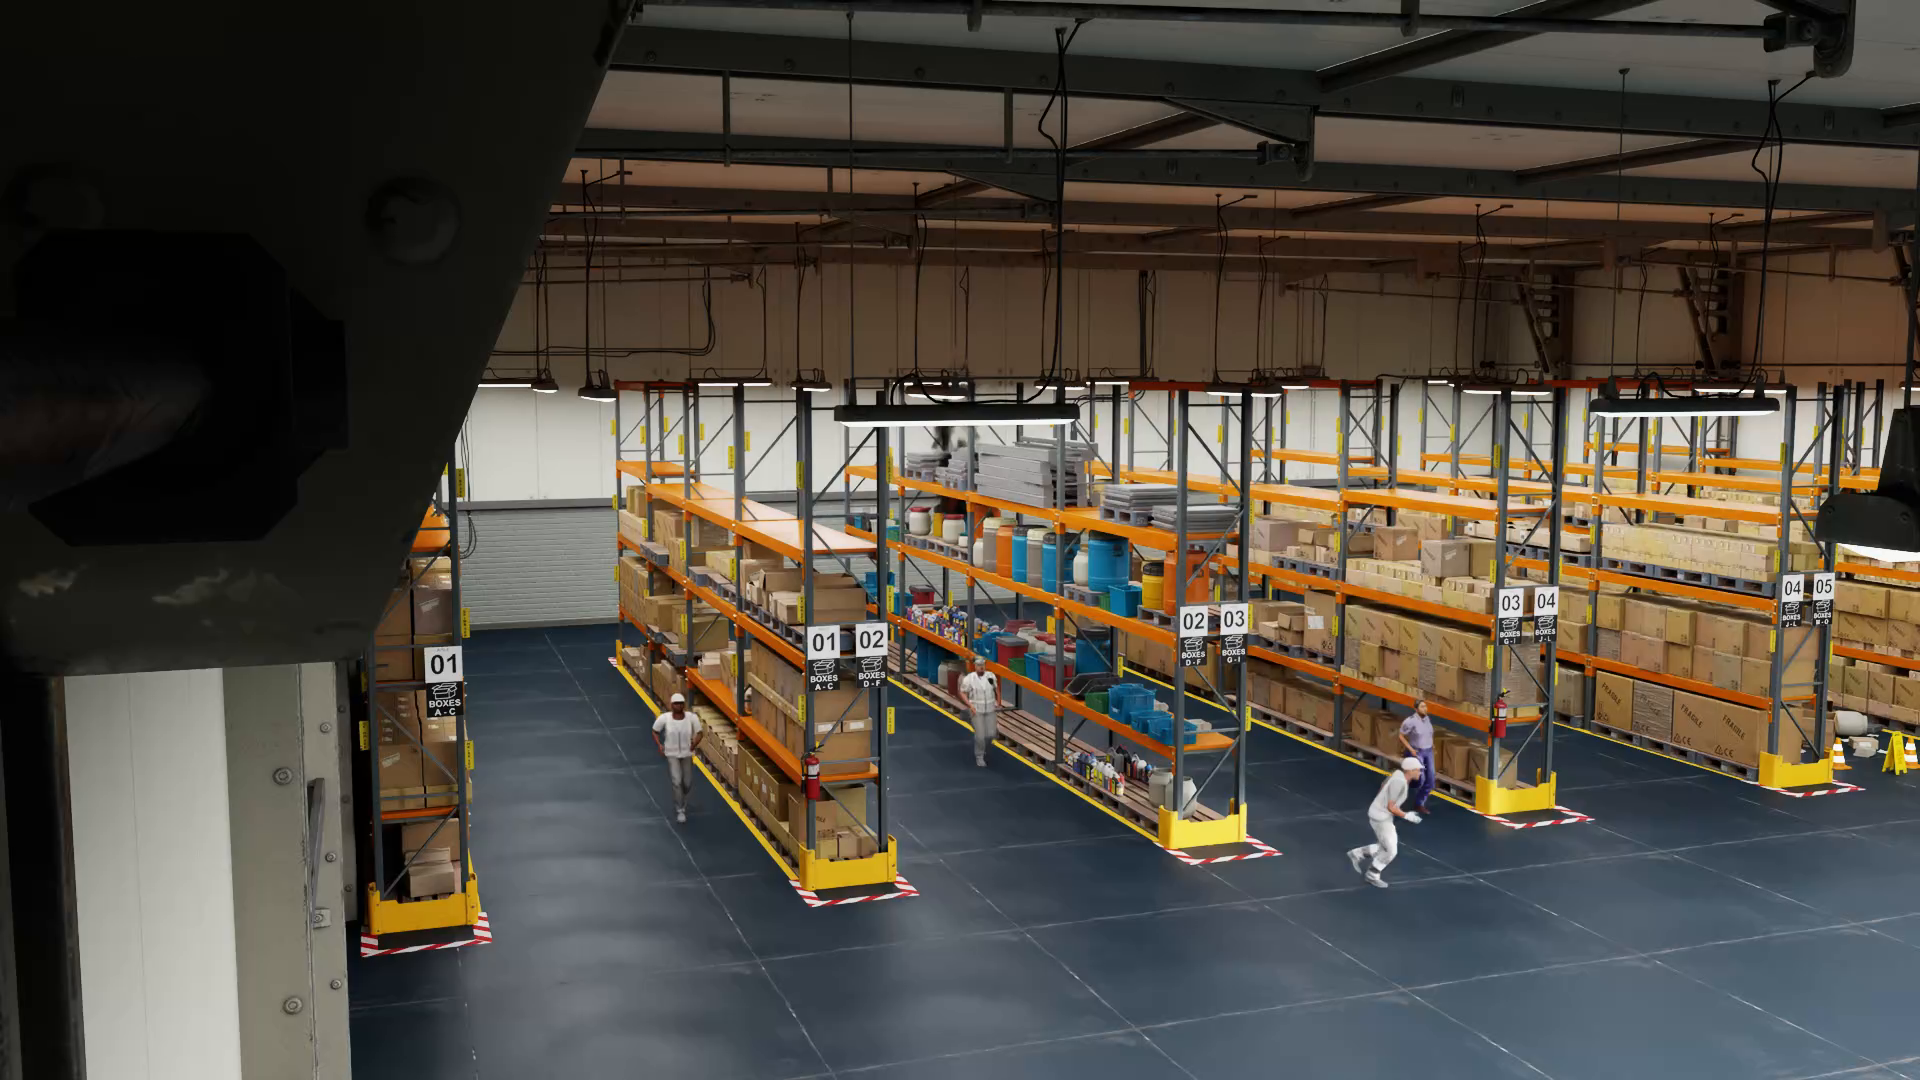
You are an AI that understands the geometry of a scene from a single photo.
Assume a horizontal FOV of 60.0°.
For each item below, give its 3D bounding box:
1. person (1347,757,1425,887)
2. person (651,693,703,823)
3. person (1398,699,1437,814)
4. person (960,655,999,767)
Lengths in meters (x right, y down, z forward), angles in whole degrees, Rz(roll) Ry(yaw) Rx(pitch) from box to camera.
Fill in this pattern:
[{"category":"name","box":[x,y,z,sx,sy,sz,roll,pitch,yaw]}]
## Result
[{"category":"person","box":[5.199,3.408,20.194,0.834,1.625,0.663,2,6,18]},{"category":"person","box":[-3.936,3.005,23.243,0.706,1.756,0.783,-2,6,-17]},{"category":"person","box":[6.493,3.096,23.663,0.608,1.539,0.598,-3,7,-28]},{"category":"person","box":[0.330,2.686,26.398,0.664,1.751,0.547,-2,6,-19]}]
